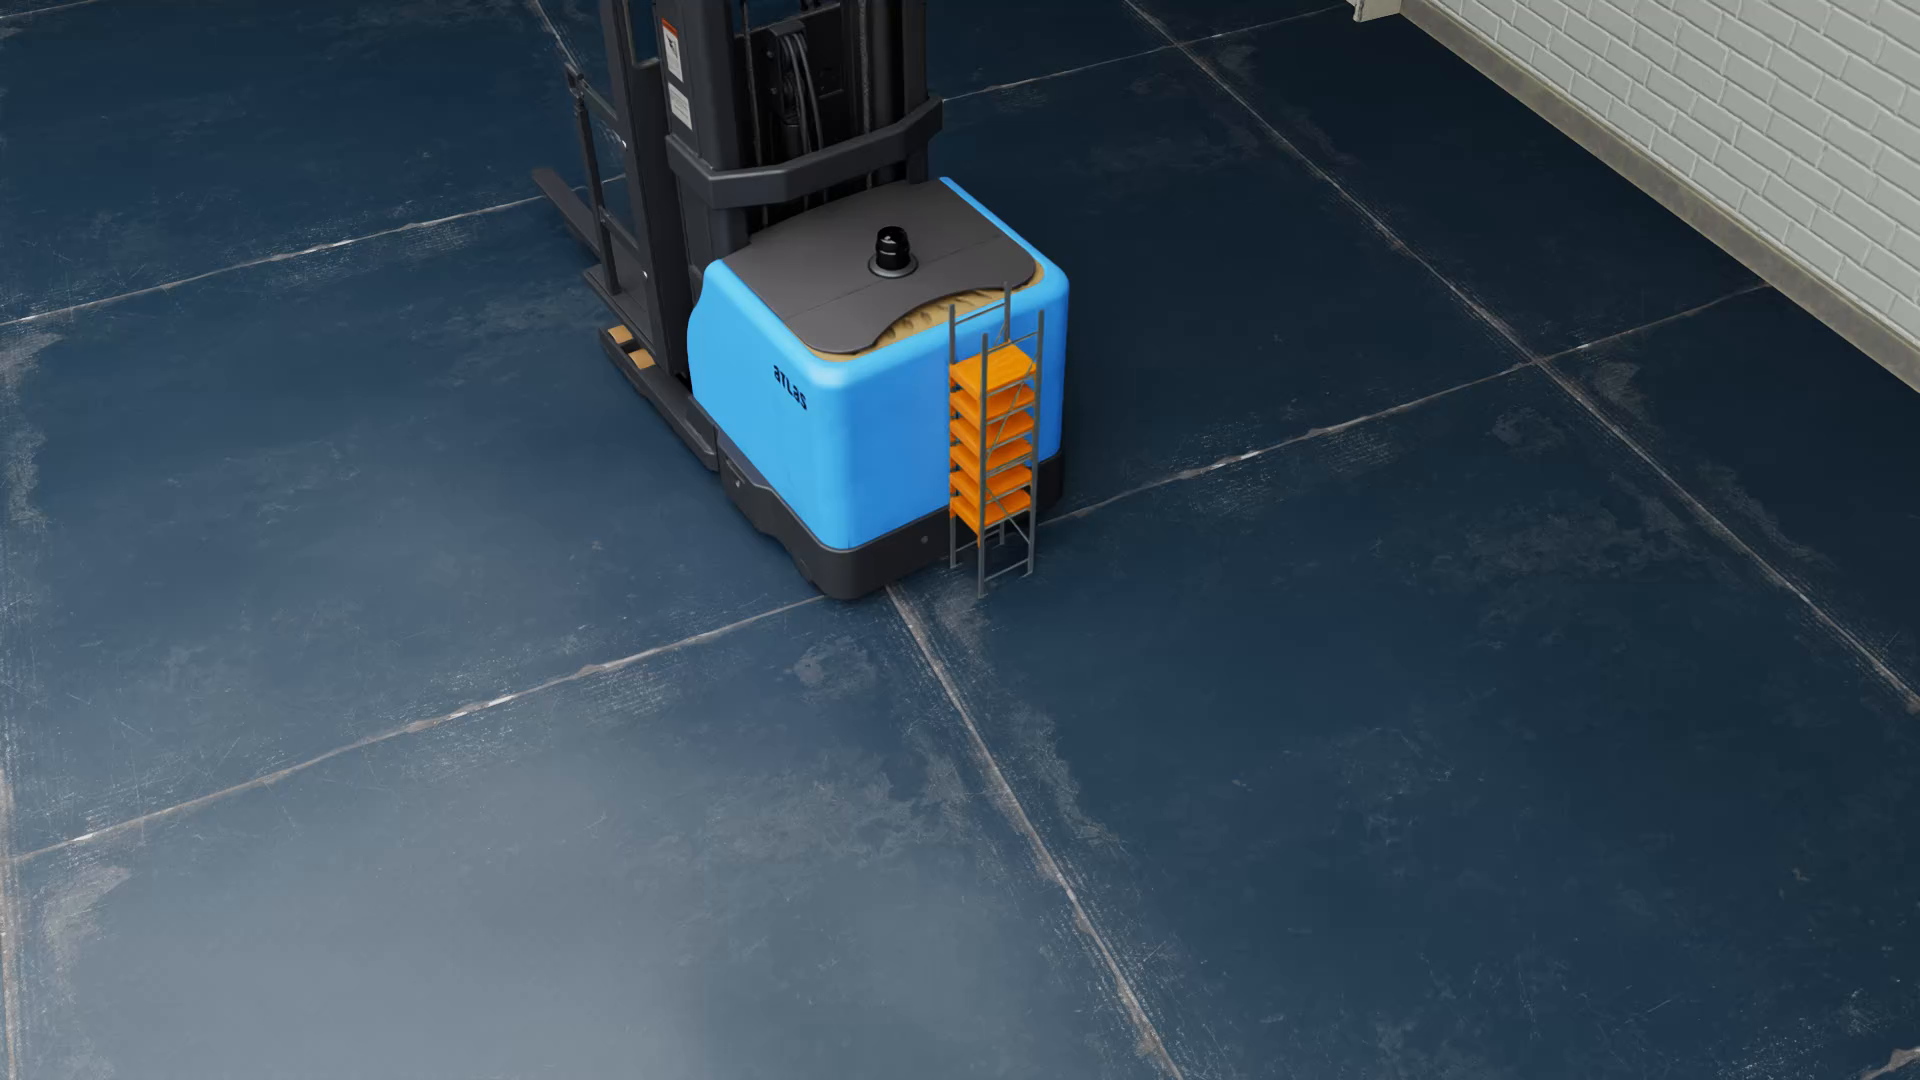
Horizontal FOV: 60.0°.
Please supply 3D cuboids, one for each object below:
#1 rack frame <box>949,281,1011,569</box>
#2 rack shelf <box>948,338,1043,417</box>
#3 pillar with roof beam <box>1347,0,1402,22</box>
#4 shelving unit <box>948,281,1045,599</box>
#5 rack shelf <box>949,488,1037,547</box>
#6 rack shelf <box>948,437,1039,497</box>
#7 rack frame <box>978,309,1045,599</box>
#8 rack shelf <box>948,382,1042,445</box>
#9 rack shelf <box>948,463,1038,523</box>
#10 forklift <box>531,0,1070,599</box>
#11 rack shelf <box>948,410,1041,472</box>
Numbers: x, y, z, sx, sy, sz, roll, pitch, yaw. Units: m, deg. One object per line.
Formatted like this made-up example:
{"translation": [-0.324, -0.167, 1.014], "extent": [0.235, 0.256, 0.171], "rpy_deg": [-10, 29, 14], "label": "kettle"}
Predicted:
{"translation": [0.065, -0.367, 5.767], "extent": [0.240, 1.200, 0.006], "rpy_deg": [-25, 50, -24], "label": "rack frame"}
{"translation": [0.117, -0.538, 5.492], "extent": [0.258, 0.103, 0.180], "rpy_deg": [-25, 50, -24], "label": "rack shelf"}
{"translation": [-1.663, -4.945, 4.854], "extent": [9.100, 9.000, 0.400], "rpy_deg": [-18, 47, -17], "label": "pillar with roof beam"}
{"translation": [0.117, -0.313, 5.713], "extent": [0.258, 1.200, 0.189], "rpy_deg": [-25, 50, -24], "label": "shelving unit"}
{"translation": [0.117, -0.111, 5.913], "extent": [0.258, 0.103, 0.180], "rpy_deg": [-25, 50, -24], "label": "rack shelf"}
{"translation": [0.117, -0.282, 5.745], "extent": [0.258, 0.103, 0.180], "rpy_deg": [-25, 50, -24], "label": "rack shelf"}
{"translation": [0.168, -0.260, 5.659], "extent": [0.240, 1.200, 0.006], "rpy_deg": [-25, 50, -24], "label": "rack frame"}
{"translation": [0.117, -0.453, 5.576], "extent": [0.258, 0.103, 0.180], "rpy_deg": [-25, 50, -24], "label": "rack shelf"}
{"translation": [0.117, -0.196, 5.829], "extent": [0.258, 0.103, 0.180], "rpy_deg": [-25, 50, -24], "label": "rack shelf"}
{"translation": [-0.851, -1.837, 6.025], "extent": [1.130, 2.935, 3.031], "rpy_deg": [-25, 50, -23], "label": "forklift"}
{"translation": [0.117, -0.367, 5.660], "extent": [0.258, 0.103, 0.180], "rpy_deg": [-25, 50, -24], "label": "rack shelf"}
